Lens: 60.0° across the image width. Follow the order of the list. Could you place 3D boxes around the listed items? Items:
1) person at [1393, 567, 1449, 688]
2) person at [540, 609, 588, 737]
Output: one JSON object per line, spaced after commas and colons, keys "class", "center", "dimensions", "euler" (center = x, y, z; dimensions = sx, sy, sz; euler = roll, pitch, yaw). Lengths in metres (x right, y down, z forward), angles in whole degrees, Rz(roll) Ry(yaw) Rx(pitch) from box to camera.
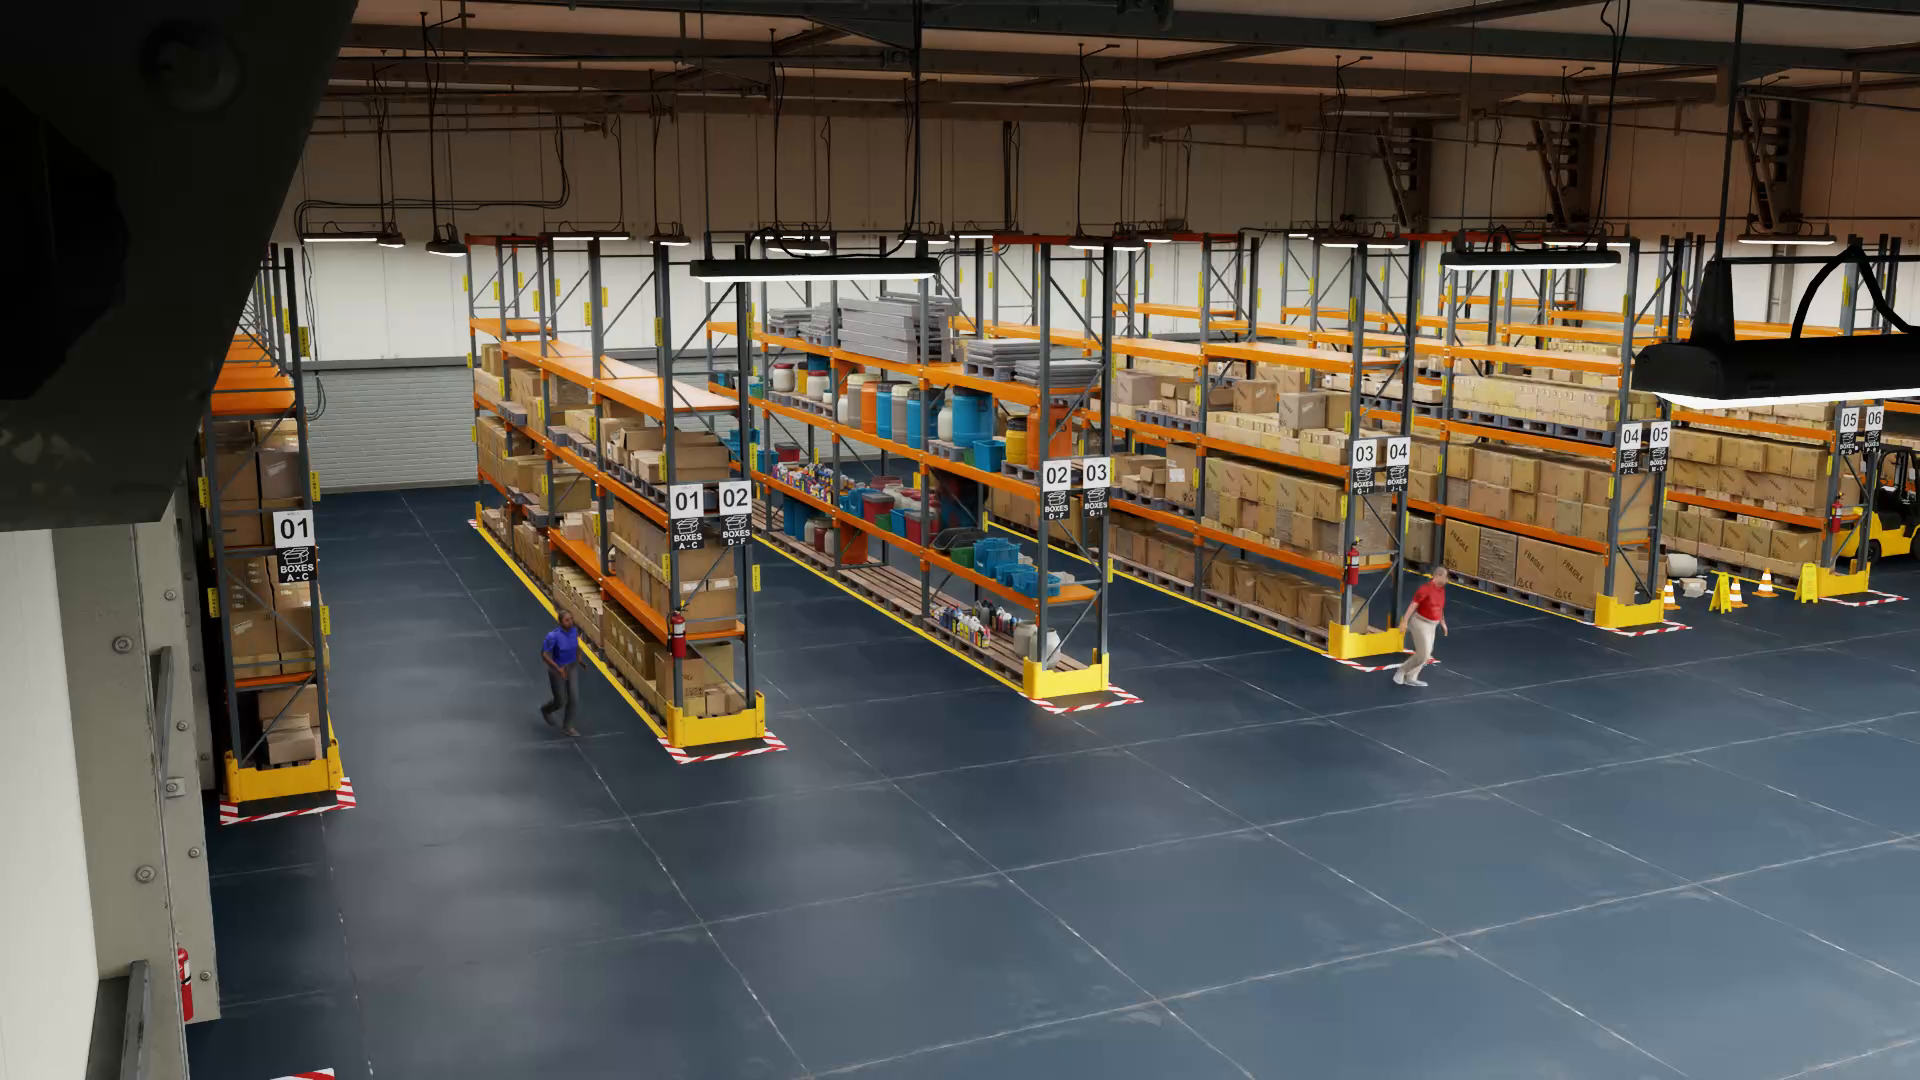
{"class": "person", "center": [6.289, 1.185, 22.632], "dimensions": [0.570, 1.691, 0.709], "euler": [9, 14, 39]}
{"class": "person", "center": [-4.975, 1.617, 20.636], "dimensions": [0.577, 1.606, 0.691], "euler": [-11, 15, -44]}
